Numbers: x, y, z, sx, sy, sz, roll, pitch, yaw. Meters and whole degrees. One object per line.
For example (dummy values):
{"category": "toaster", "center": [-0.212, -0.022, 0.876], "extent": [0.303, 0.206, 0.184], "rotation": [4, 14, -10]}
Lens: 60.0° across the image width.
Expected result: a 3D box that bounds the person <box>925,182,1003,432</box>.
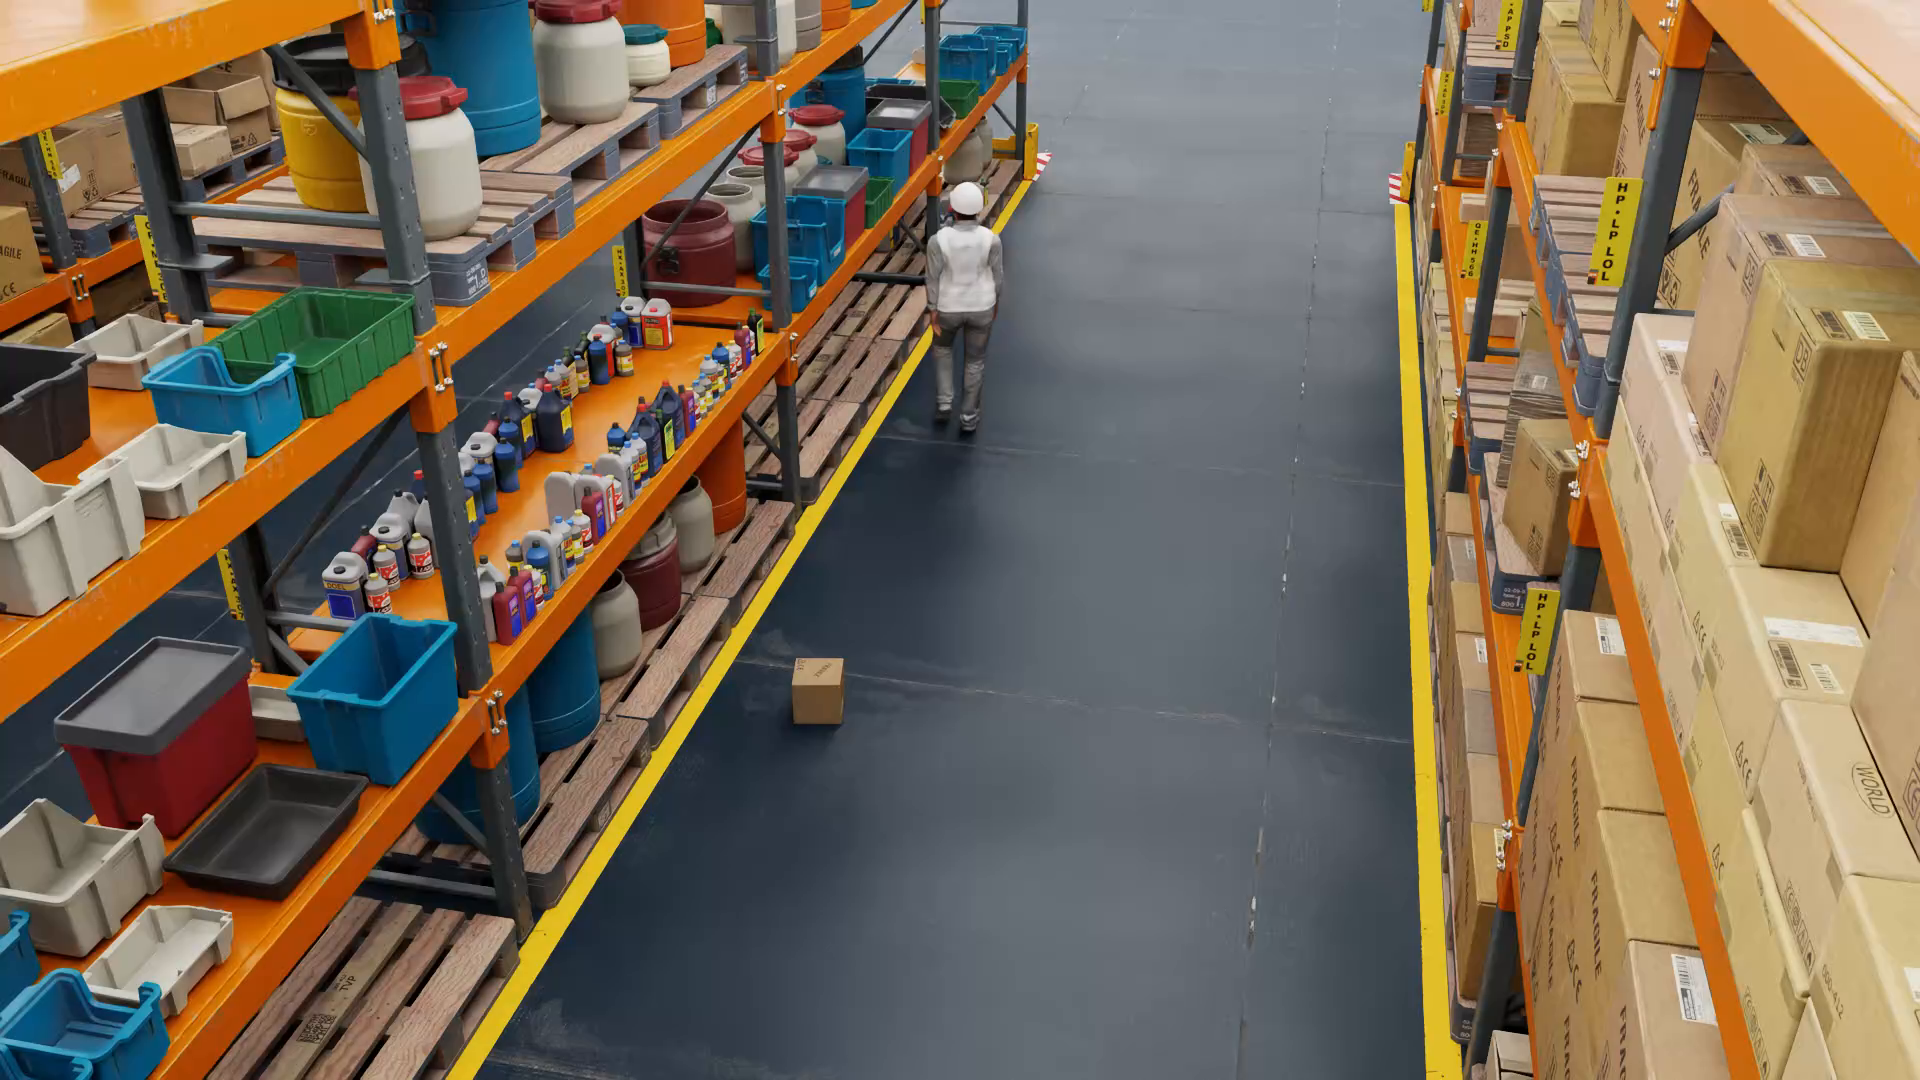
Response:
{"category": "person", "center": [0.028, -1.618, 11.560], "extent": [0.536, 1.814, 0.488], "rotation": [0, 29, 1]}
